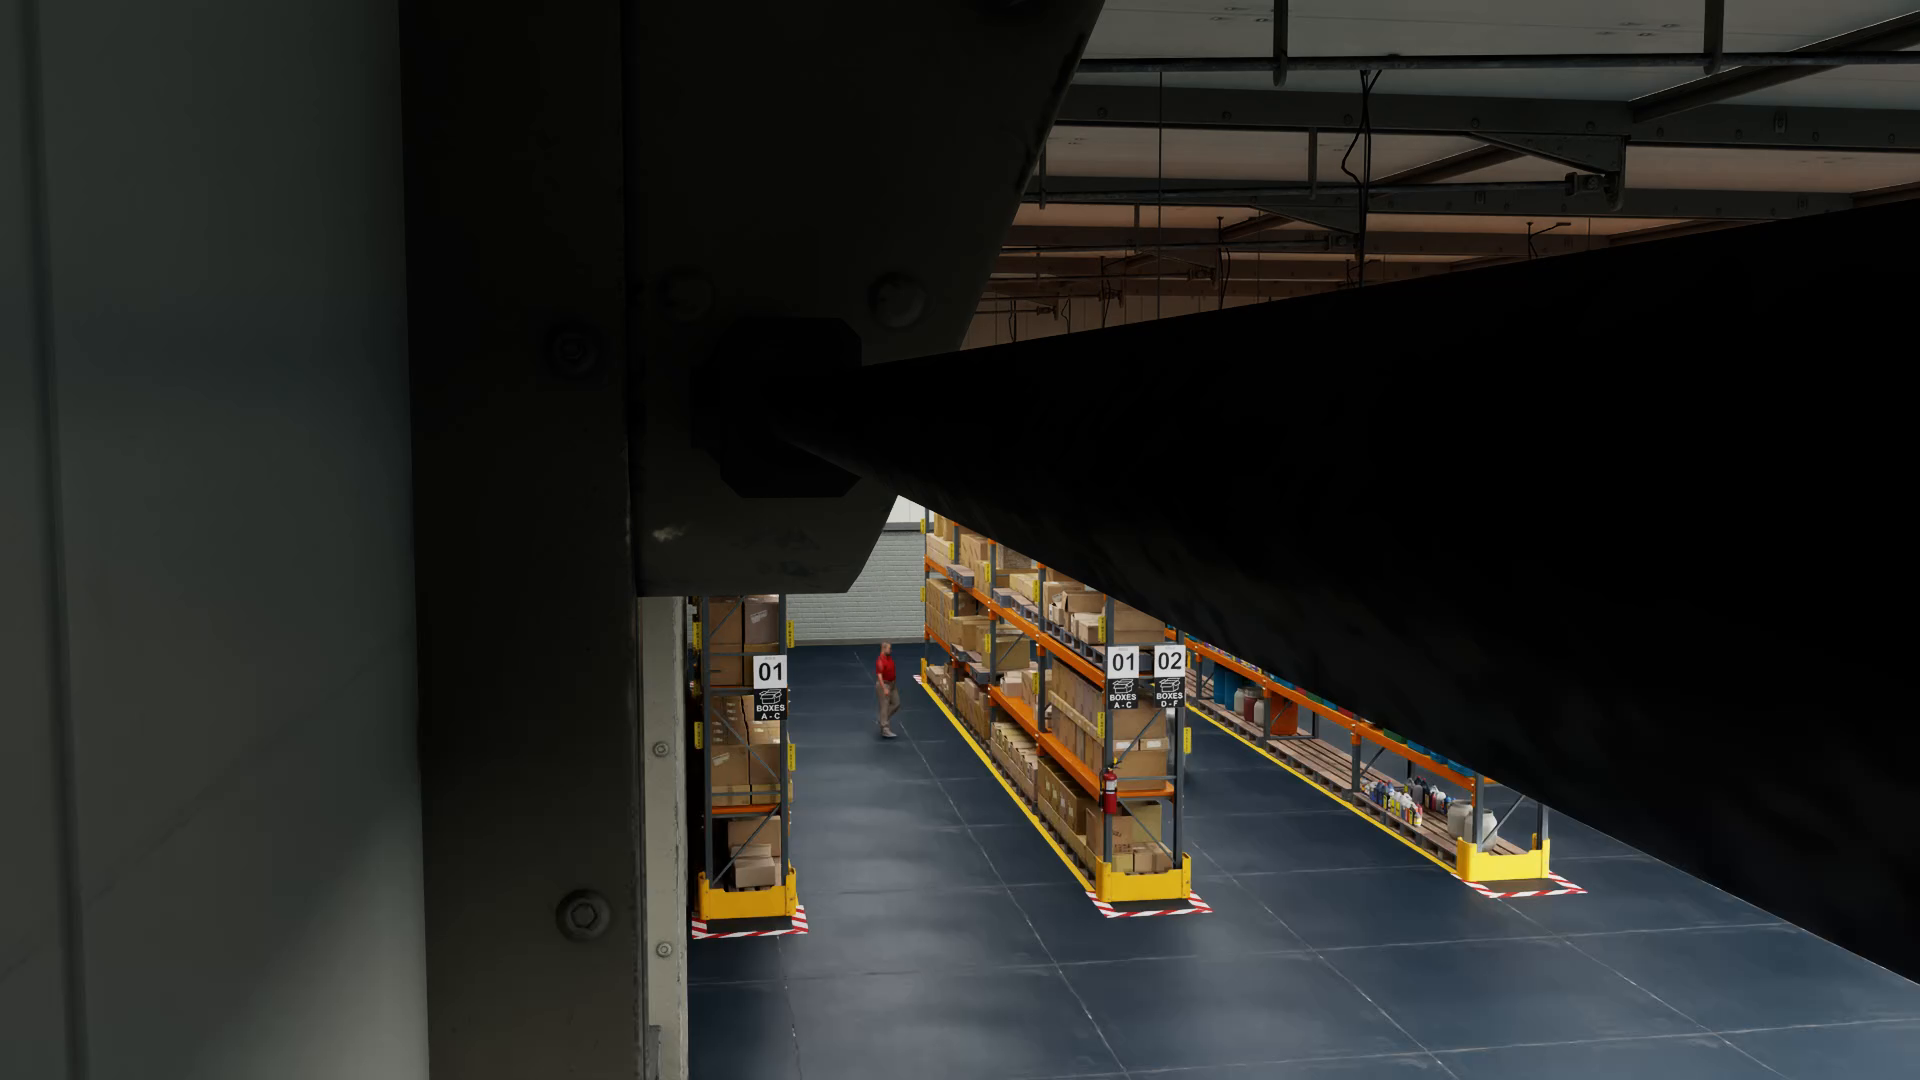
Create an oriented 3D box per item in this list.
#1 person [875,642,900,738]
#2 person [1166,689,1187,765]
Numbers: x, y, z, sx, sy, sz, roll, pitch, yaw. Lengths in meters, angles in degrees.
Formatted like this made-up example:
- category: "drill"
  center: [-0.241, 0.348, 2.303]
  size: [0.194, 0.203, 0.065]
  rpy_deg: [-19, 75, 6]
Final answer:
- category: "person"
  center: [-1.339, 2.757, 30.863]
  size: [0.529, 1.739, 0.680]
  rpy_deg: [2, 5, 20]
- category: "person"
  center: [3.637, 2.985, 28.312]
  size: [0.448, 1.694, 0.447]
  rpy_deg: [3, 6, 28]
